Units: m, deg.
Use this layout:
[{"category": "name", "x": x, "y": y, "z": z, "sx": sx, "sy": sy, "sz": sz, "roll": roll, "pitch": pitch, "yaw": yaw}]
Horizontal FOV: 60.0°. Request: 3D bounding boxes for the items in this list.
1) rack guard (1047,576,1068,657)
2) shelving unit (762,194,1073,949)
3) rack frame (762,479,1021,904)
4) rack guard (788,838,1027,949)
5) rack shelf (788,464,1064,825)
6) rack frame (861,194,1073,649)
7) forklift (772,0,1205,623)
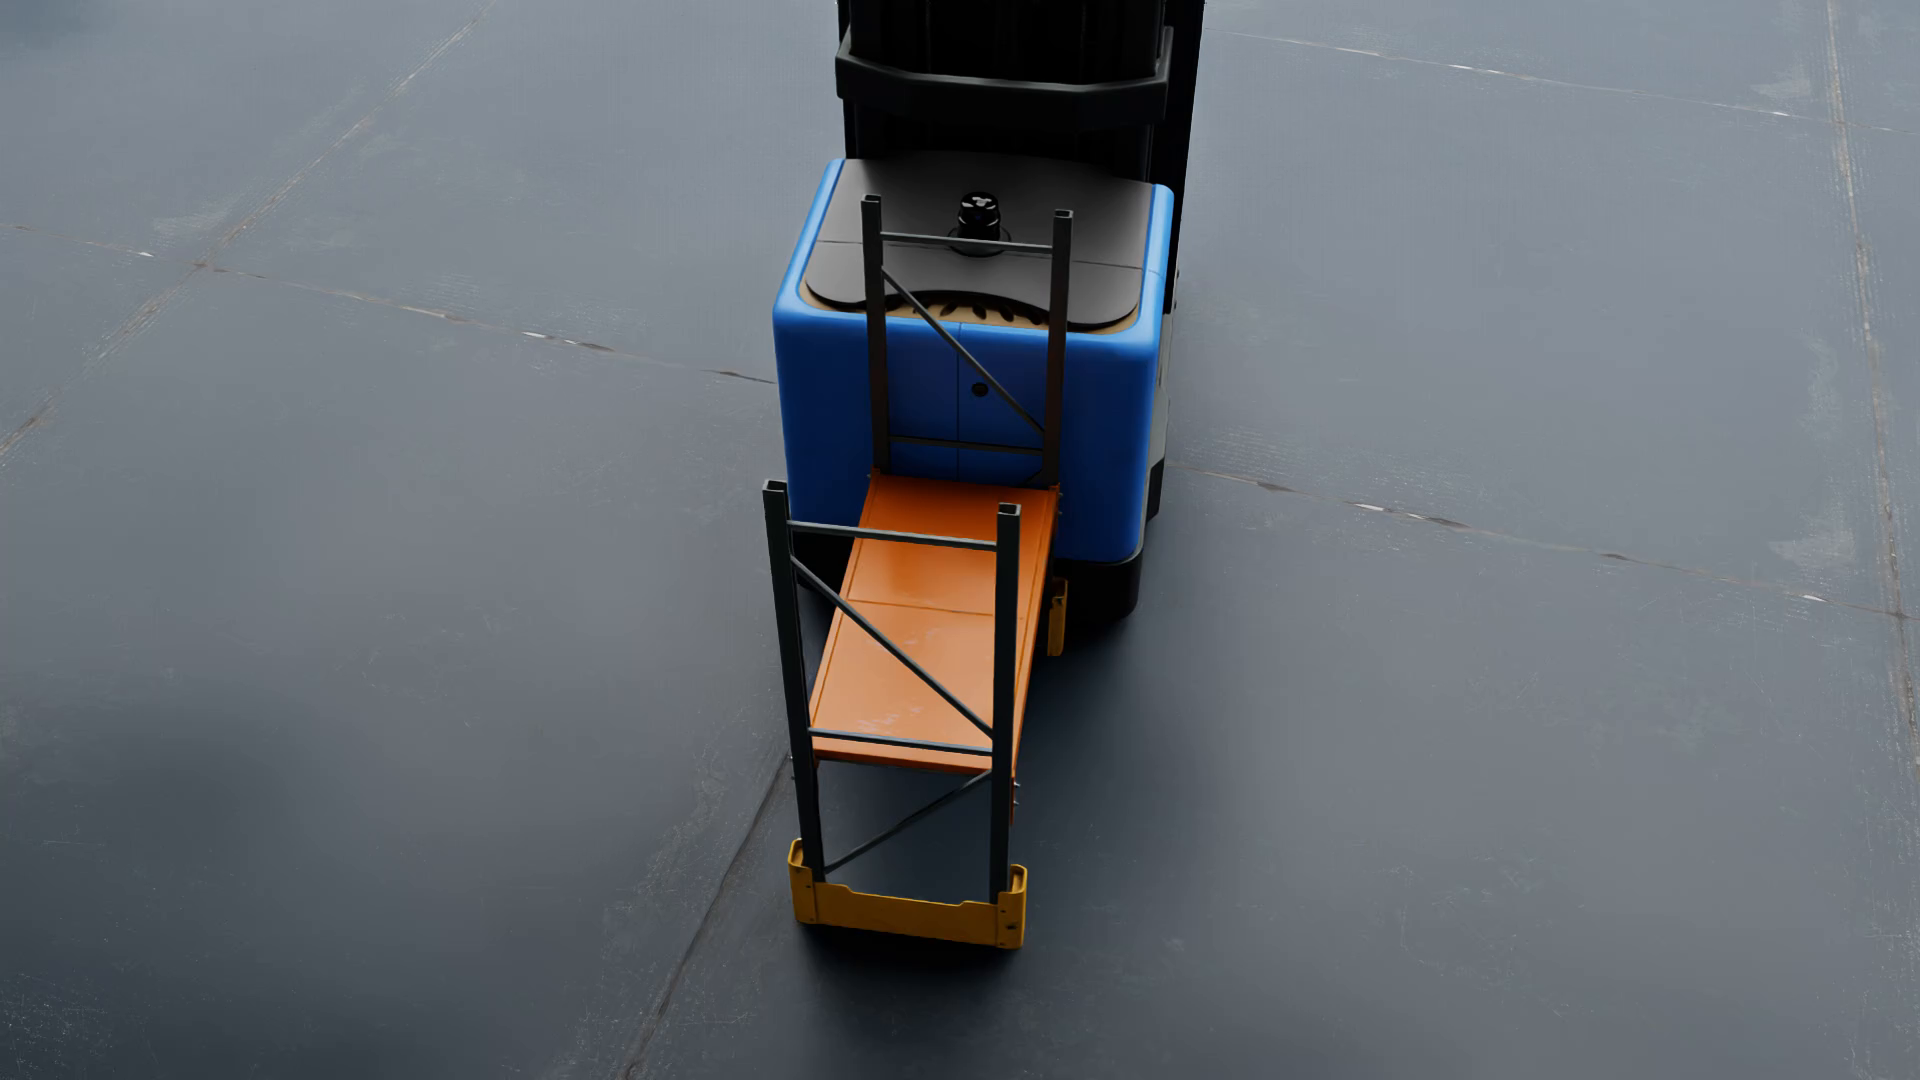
[{"category": "rack guard", "x": 0.015, "y": 0.198, "z": 4.869, "sx": 0.587, "sy": 0.250, "sz": 0.087, "roll": 6, "pitch": 45, "yaw": 6}, {"category": "shelving unit", "x": -0.057, "y": 0.096, "z": 4.080, "sx": 0.587, "sy": 1.500, "sz": 1.083, "roll": 6, "pitch": 45, "yaw": 6}, {"category": "rack frame", "x": -0.132, "y": 0.454, "z": 3.714, "sx": 0.500, "sy": 1.500, "sz": 0.032, "roll": 6, "pitch": 45, "yaw": 6}, {"category": "rack guard", "x": -0.130, "y": 0.887, "z": 4.165, "sx": 0.587, "sy": 0.250, "sz": 0.087, "roll": 6, "pitch": 45, "yaw": 6}, {"category": "rack shelf", "x": -0.058, "y": 0.231, "z": 4.199, "sx": 0.538, "sy": 0.185, "sz": 1.000, "roll": 6, "pitch": 45, "yaw": 6}, {"category": "rack frame", "x": 0.016, "y": -0.250, "z": 4.433, "sx": 0.500, "sy": 1.500, "sz": 0.032, "roll": 6, "pitch": 45, "yaw": 6}, {"category": "forklift", "x": 0.214, "y": -1.842, "z": 5.037, "sx": 1.130, "sy": 2.935, "sz": 3.031, "roll": 6, "pitch": 45, "yaw": 6}]
